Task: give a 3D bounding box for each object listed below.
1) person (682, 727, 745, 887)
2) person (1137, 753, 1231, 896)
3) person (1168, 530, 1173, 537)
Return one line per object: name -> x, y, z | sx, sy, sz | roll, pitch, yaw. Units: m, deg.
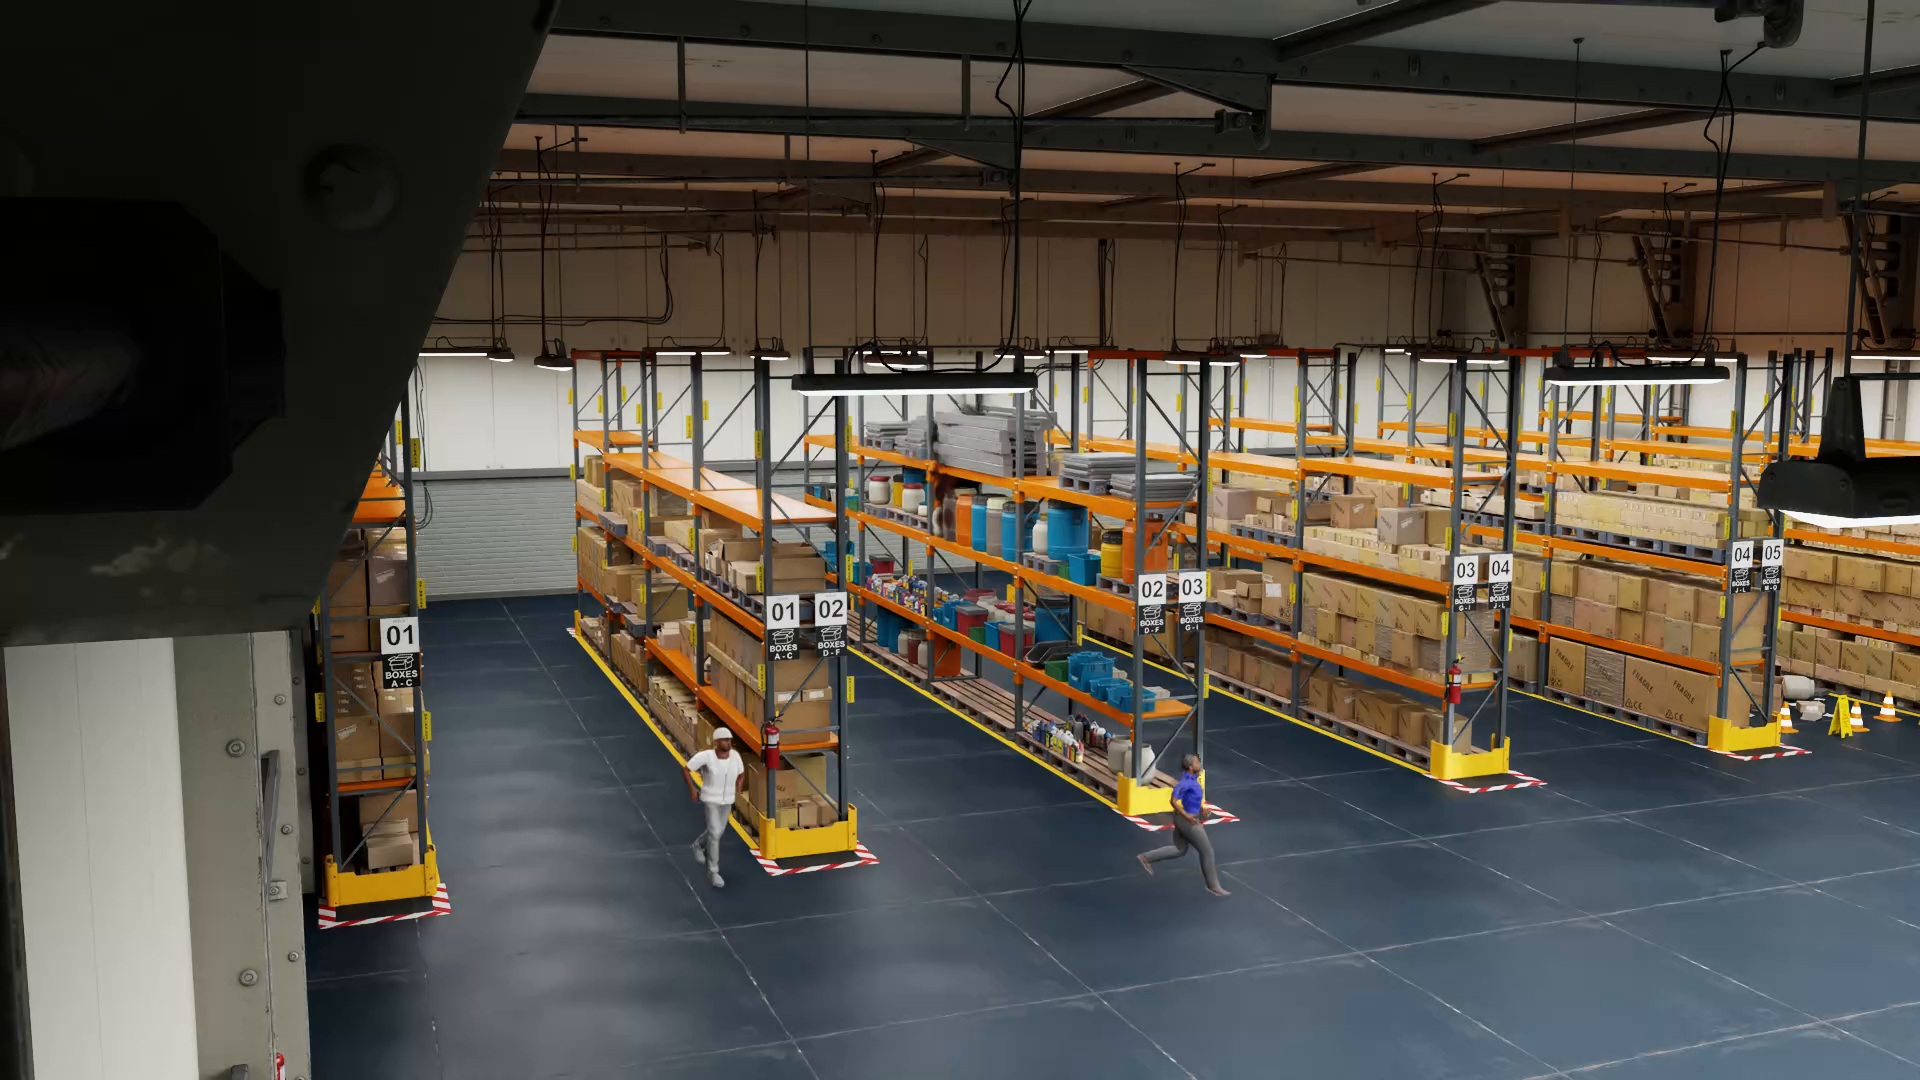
person -> -2.840, 3.058, 19.478 | 0.734, 1.758, 0.913 | -6, 9, -38
person -> 2.539, 3.217, 18.790 | 1.057, 1.653, 0.547 | 0, 7, 0
person -> 4.845, 0.585, 39.216 | 0.758, 1.767, 0.909 | 1, 7, 5
